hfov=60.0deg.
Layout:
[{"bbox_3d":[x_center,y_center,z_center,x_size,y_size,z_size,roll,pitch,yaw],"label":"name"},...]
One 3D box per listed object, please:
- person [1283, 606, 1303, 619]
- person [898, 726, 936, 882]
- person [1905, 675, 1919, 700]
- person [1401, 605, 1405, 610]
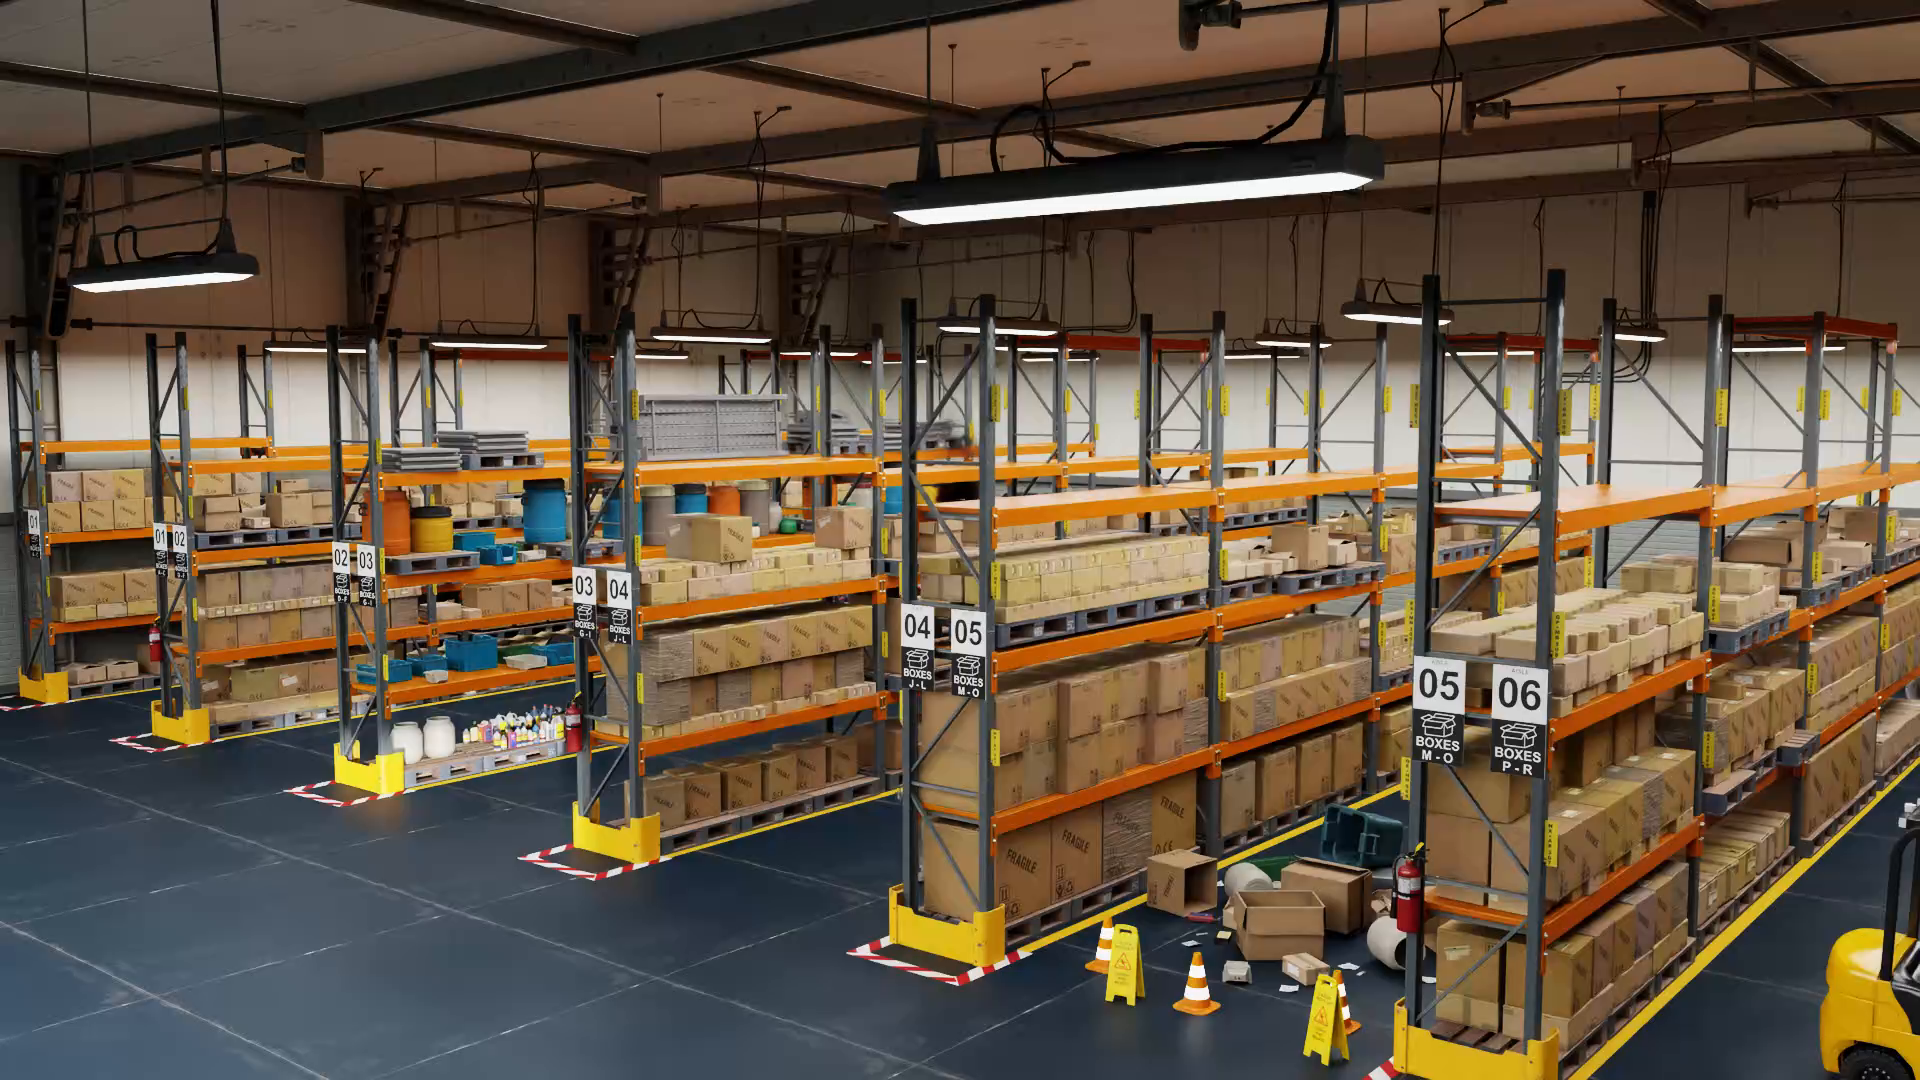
[{"bbox_3d":[5.517,1.839,27.369,0.706,1.726,0.663,4,6,37],"label":"person"},{"bbox_3d":[-0.348,2.763,17.569,0.612,1.648,0.576,4,6,35],"label":"person"},{"bbox_3d":[14.795,1.986,25.677,0.727,1.719,0.889,-1,5,-12],"label":"person"},{"bbox_3d":[7.269,1.898,27.154,0.659,1.681,0.597,3,6,33],"label":"person"}]
